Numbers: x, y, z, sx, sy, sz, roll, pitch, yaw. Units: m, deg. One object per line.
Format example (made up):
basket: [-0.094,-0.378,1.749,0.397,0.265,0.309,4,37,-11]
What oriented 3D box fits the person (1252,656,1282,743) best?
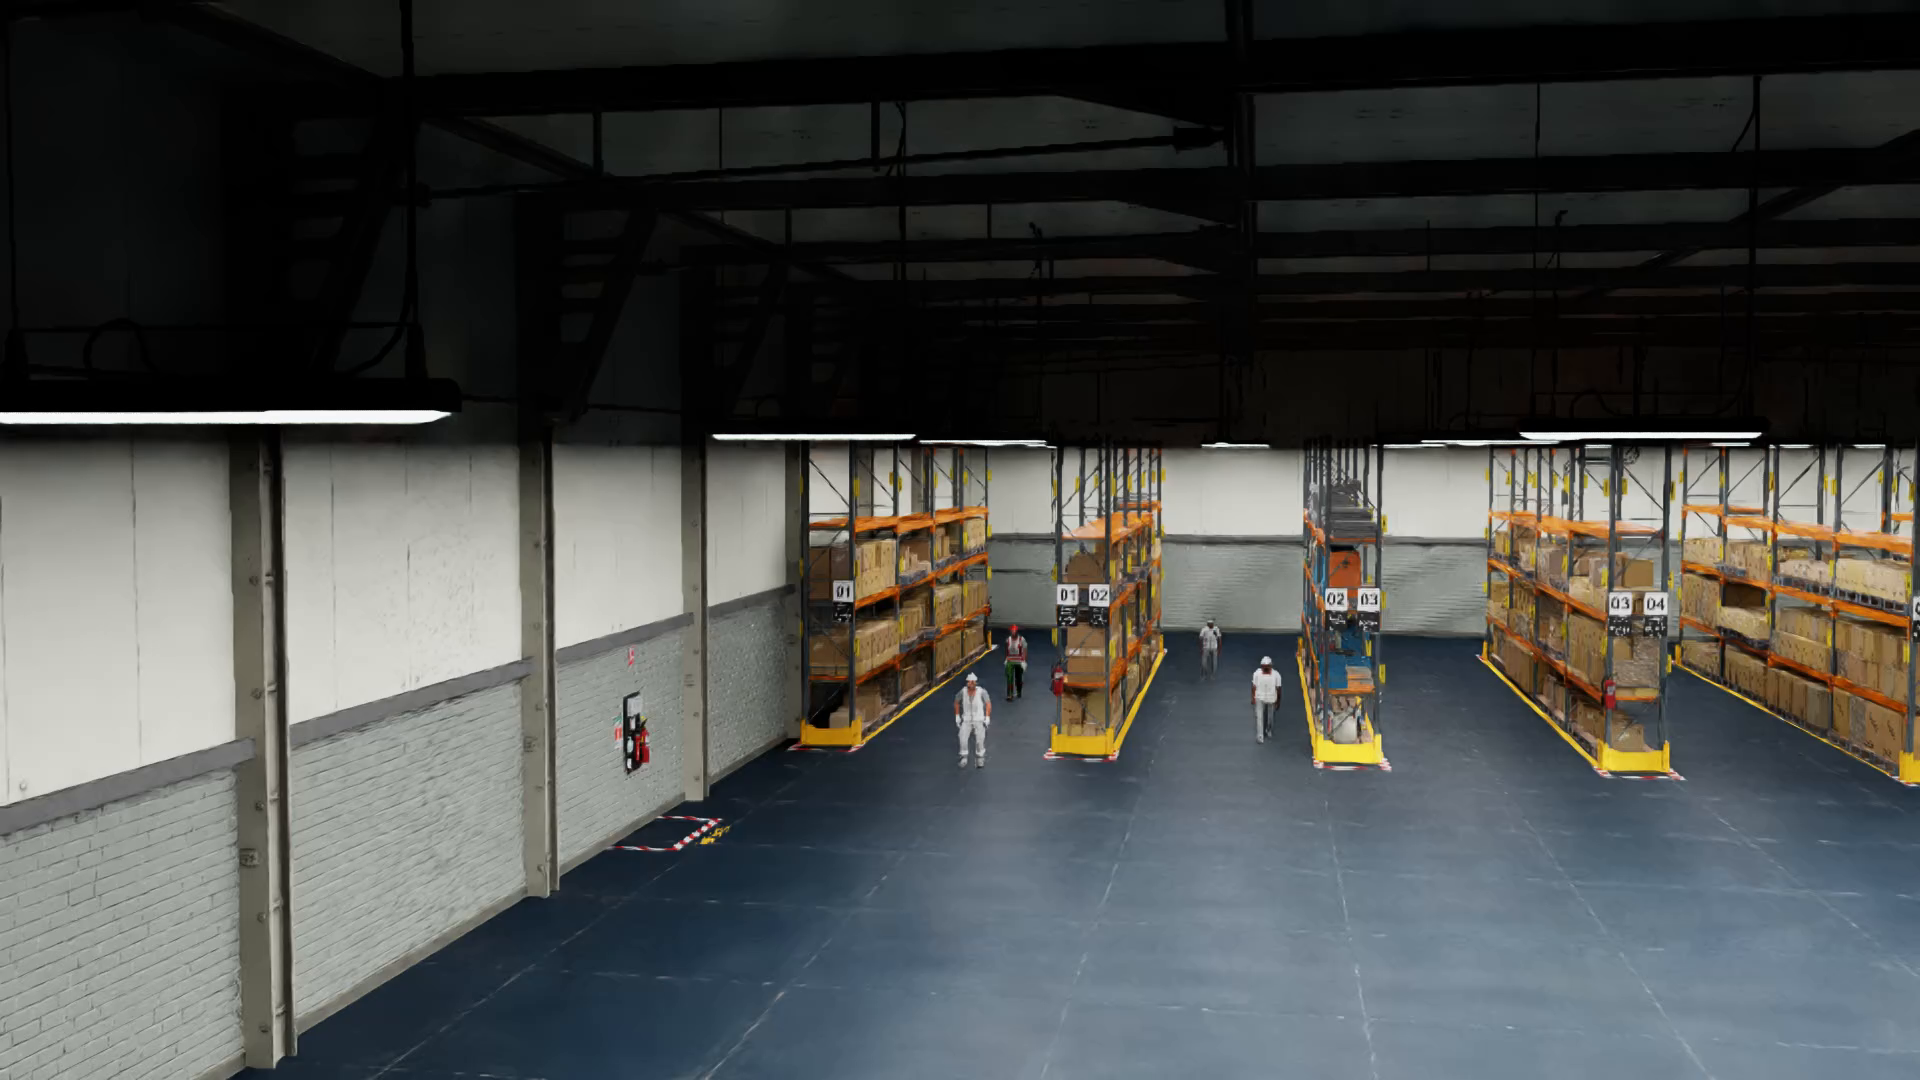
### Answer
person: [6.012,3.104,32.588,0.575,1.689,1.128,0,3,8]

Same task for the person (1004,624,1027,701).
person: [1.268,2.790,38.176,0.567,1.736,1.044,1,3,9]

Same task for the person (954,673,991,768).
person: [0.222,3.244,29.878,0.677,1.741,0.552,1,3,10]

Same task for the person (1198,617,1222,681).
person: [6.195,2.689,41.185,0.592,1.629,0.512,0,3,8]
